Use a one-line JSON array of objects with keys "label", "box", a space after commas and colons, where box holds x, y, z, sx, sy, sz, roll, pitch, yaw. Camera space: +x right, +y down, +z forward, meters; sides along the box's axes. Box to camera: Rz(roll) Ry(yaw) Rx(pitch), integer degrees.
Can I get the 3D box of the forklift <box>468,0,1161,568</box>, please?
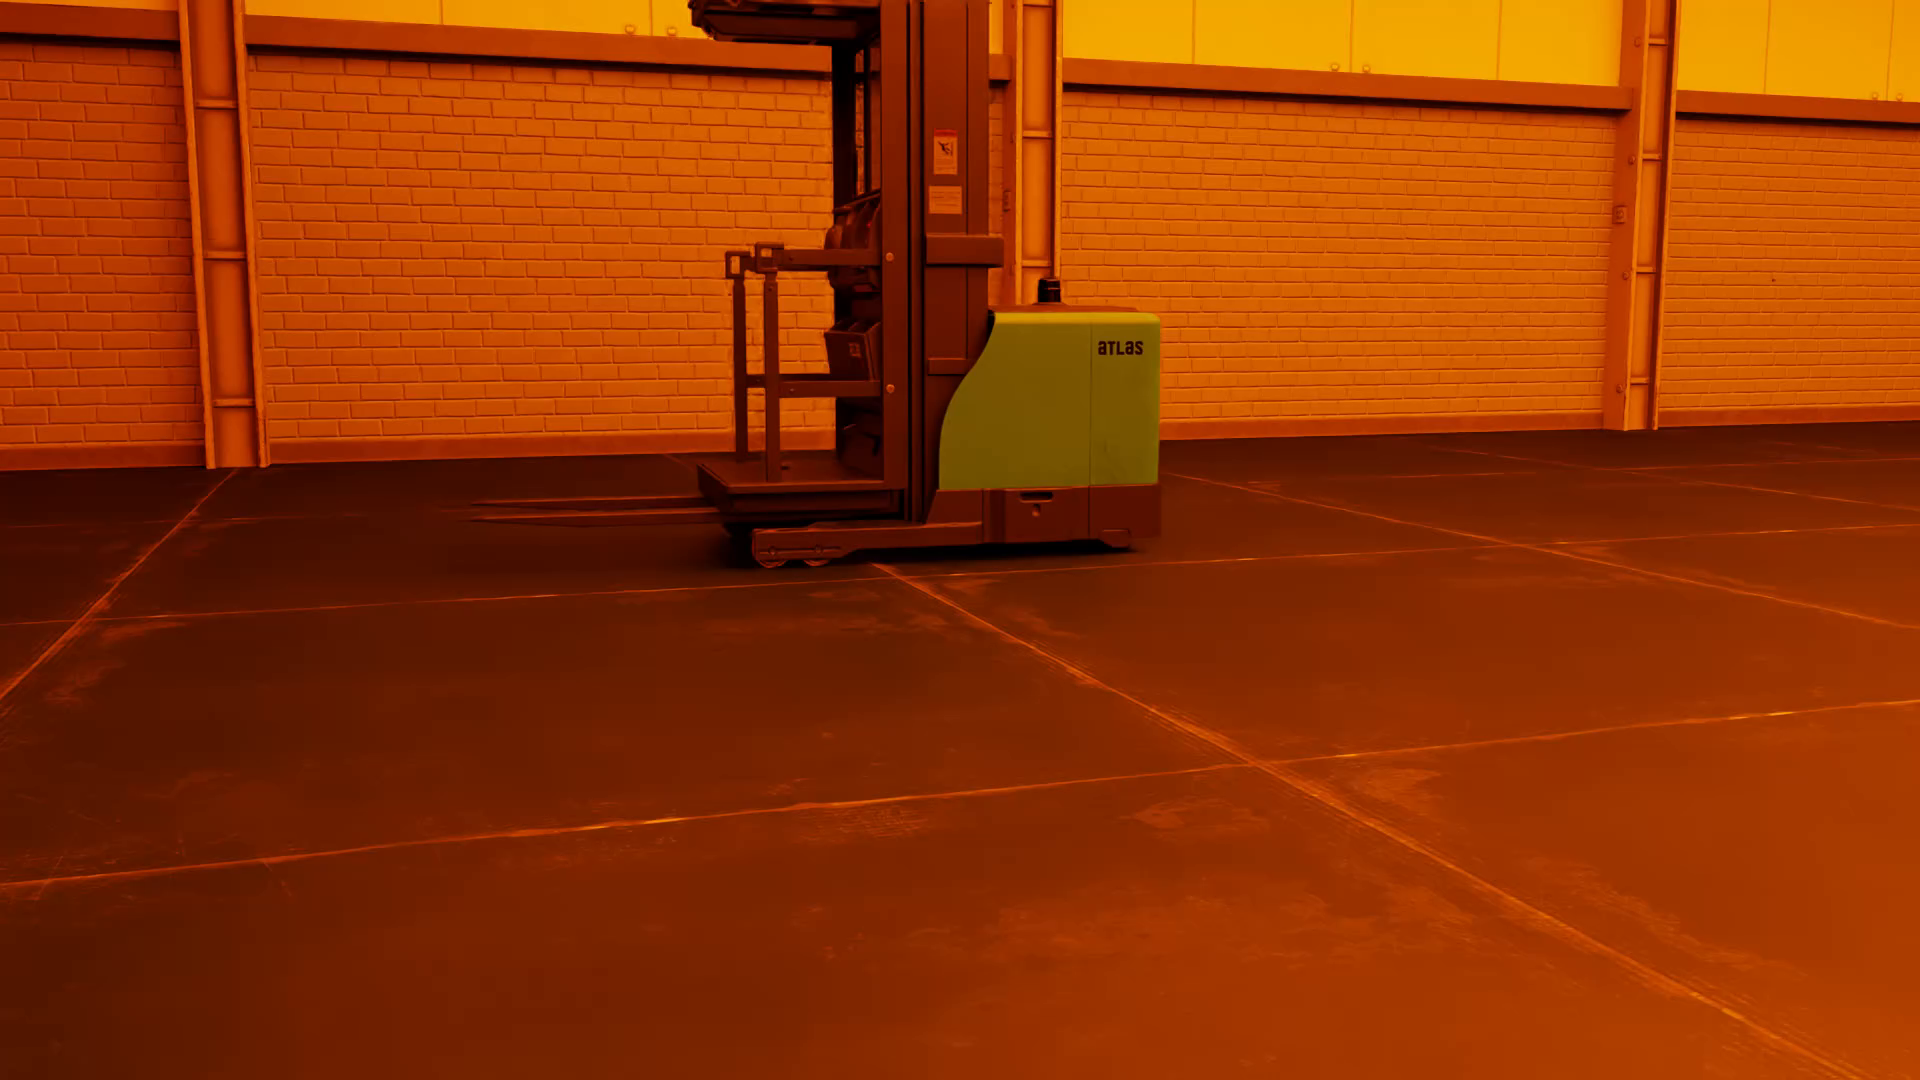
[{"label": "forklift", "box": [-0.662, -1.411, 7.424, 3.031, 2.935, 1.130, -2, 8, -15]}]
